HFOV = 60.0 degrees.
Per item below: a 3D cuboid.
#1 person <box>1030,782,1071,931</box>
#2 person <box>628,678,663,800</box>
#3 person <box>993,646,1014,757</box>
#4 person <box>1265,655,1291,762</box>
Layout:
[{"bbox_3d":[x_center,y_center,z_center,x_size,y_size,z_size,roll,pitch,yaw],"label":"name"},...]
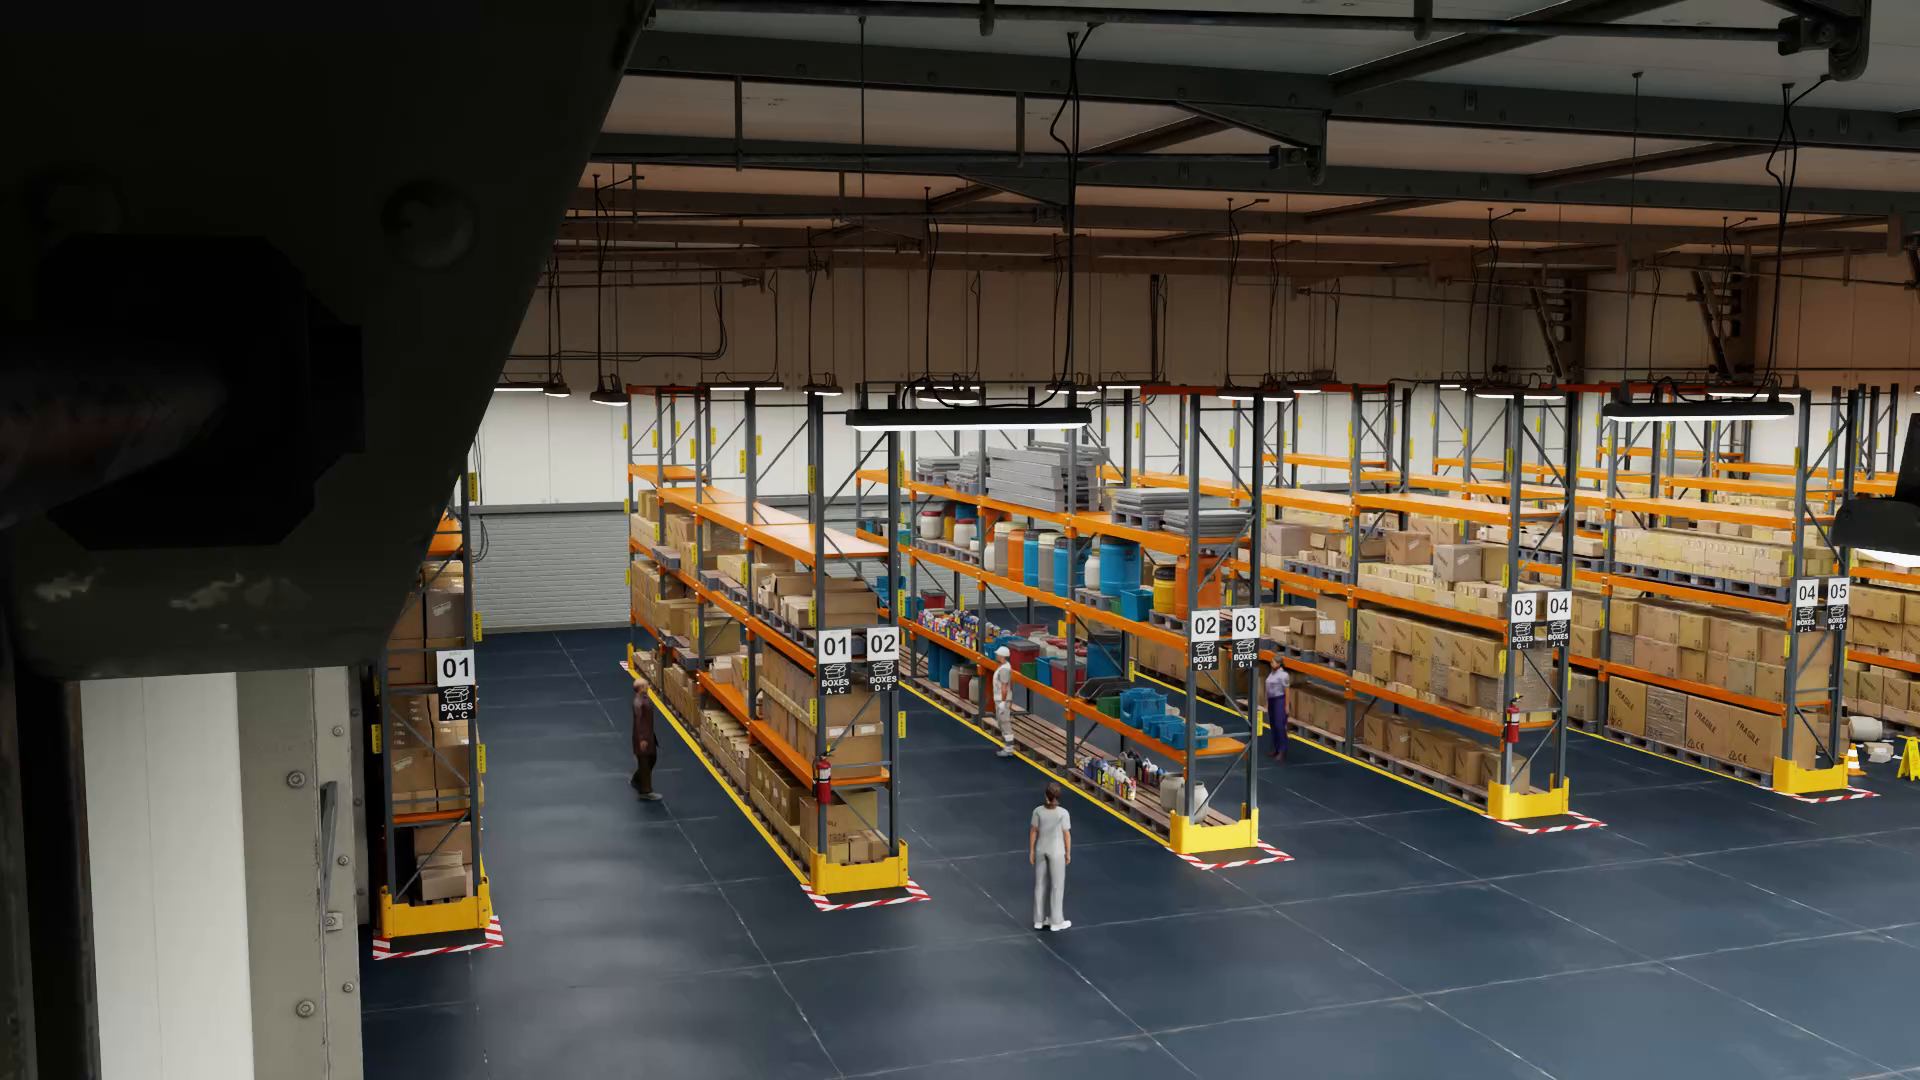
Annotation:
[{"bbox_3d":[1.027,3.563,18.792,0.468,1.675,0.339,3,7,30],"label":"person"},{"bbox_3d":[-4.663,2.929,24.543,0.583,1.802,0.662,0,6,0],"label":"person"},{"bbox_3d":[0.710,2.647,27.146,0.357,1.827,0.656,0,6,0],"label":"person"},{"bbox_3d":[5.180,2.734,27.107,0.390,1.670,0.625,-2,6,-17],"label":"person"}]
